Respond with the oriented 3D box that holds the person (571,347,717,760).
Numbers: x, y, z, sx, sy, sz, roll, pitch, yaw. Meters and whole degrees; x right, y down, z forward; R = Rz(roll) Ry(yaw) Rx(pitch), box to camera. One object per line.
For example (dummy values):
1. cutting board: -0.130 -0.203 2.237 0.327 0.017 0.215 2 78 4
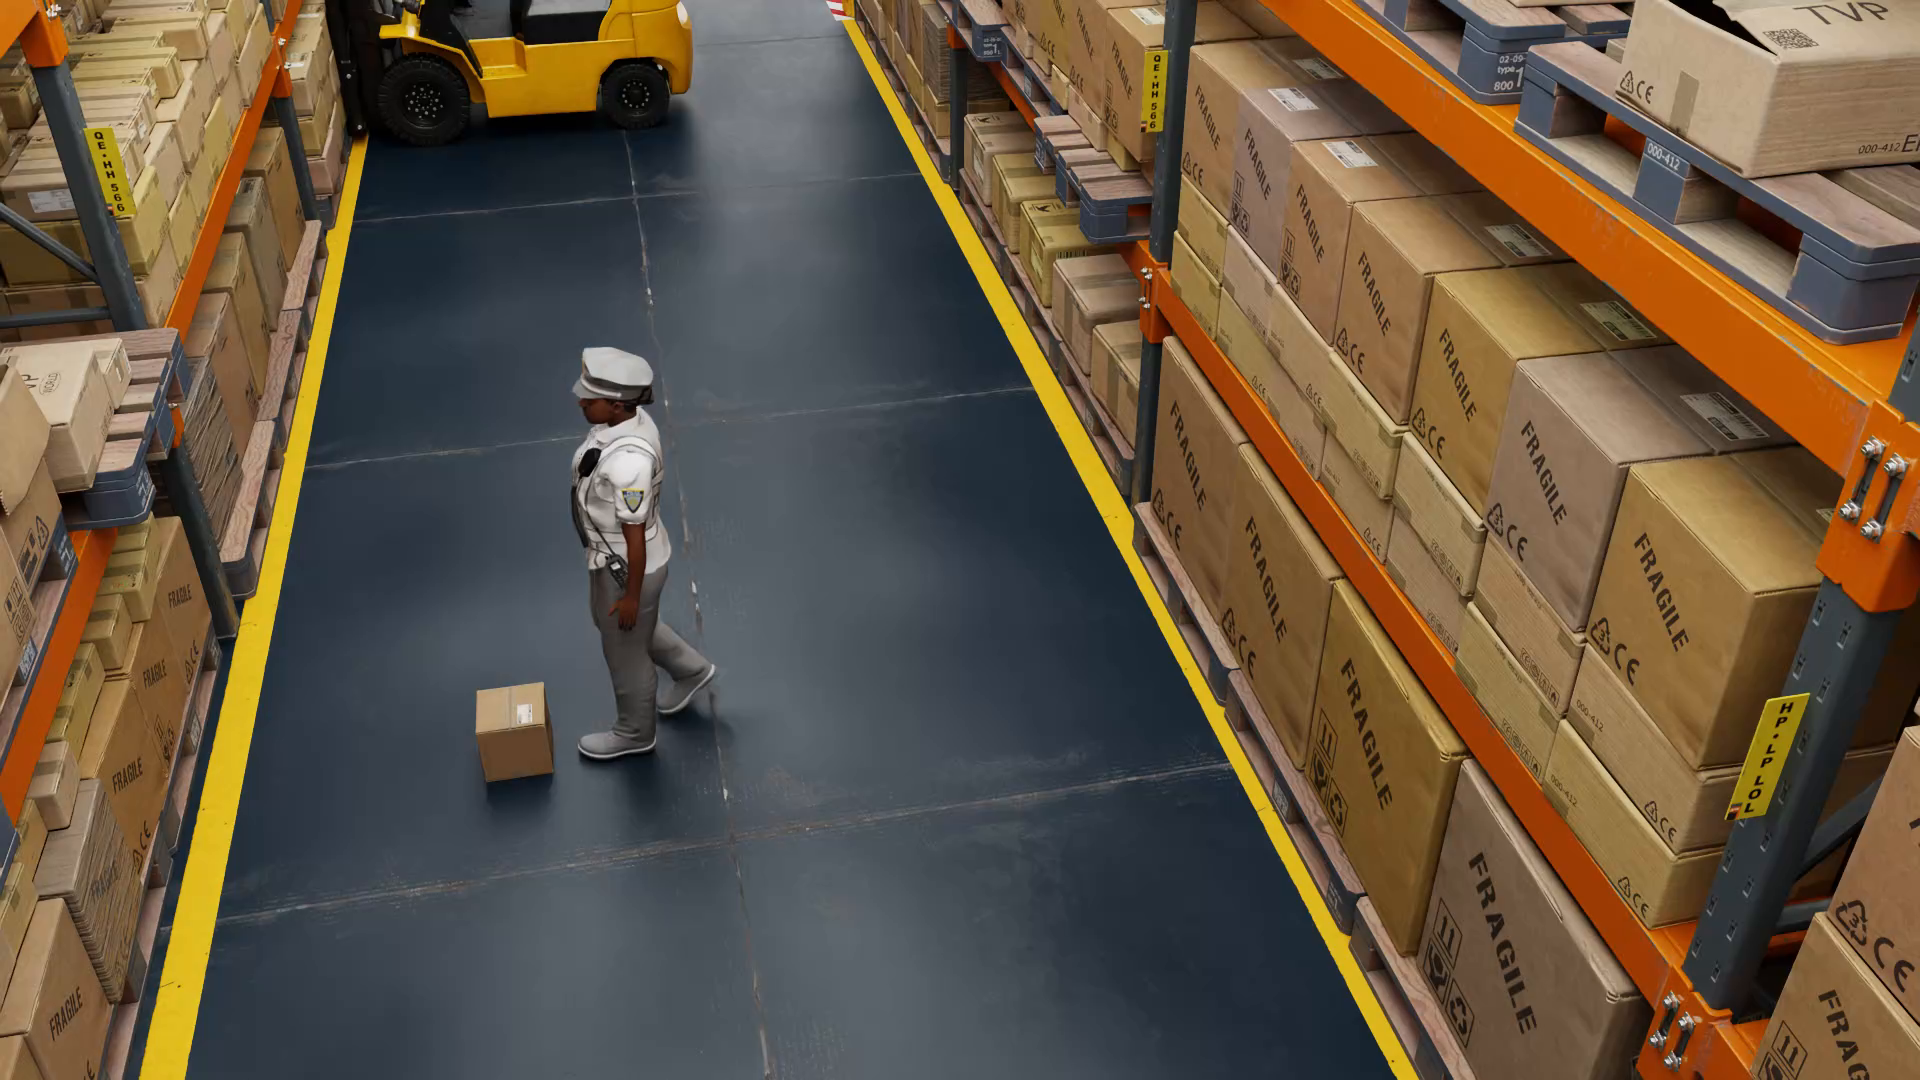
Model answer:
1. person: -1.200 0.071 6.002 0.562 1.675 0.465 -7 35 -10
